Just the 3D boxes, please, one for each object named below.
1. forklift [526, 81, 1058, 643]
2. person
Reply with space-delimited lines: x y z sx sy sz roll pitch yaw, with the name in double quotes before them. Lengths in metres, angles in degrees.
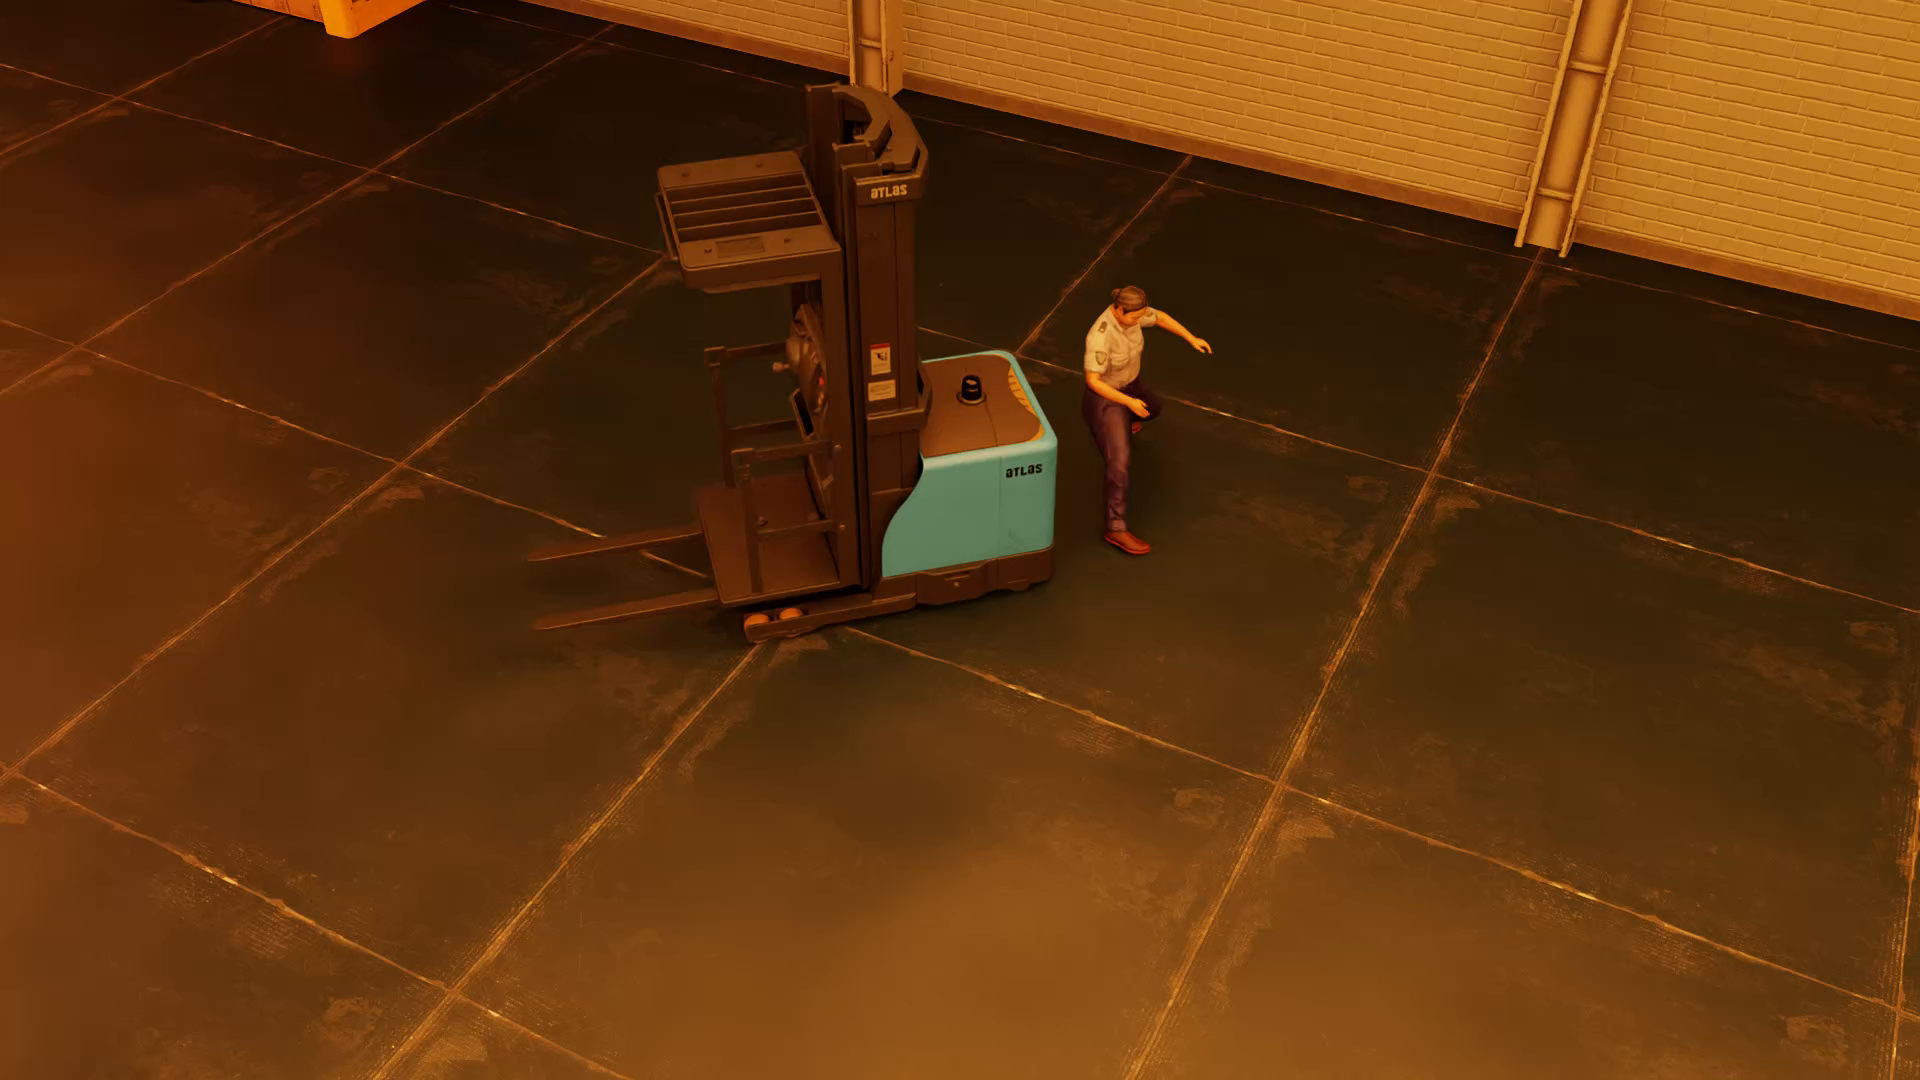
"forklift" -1.013 -0.909 9.066 3.031 2.935 1.130 -10 41 -11
"person" 1.085 -0.904 10.219 0.902 1.470 1.195 24 46 26
